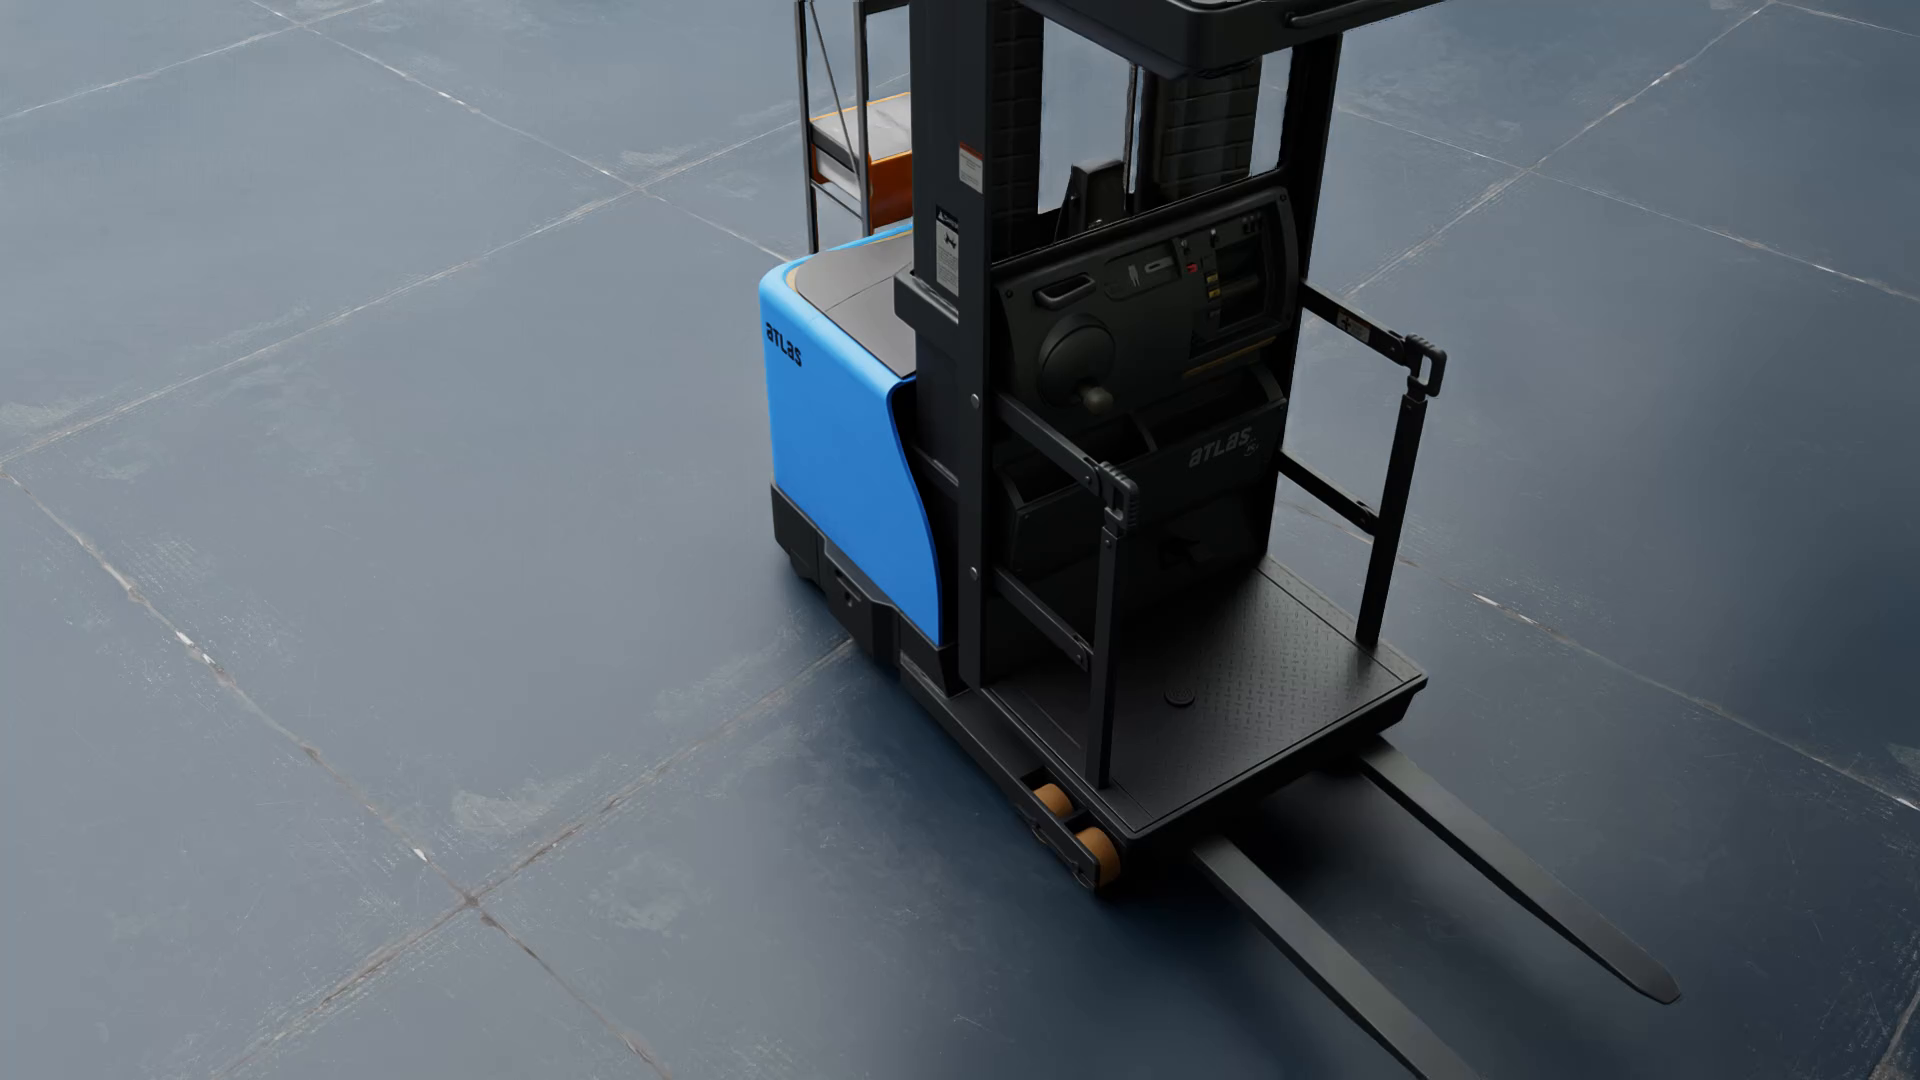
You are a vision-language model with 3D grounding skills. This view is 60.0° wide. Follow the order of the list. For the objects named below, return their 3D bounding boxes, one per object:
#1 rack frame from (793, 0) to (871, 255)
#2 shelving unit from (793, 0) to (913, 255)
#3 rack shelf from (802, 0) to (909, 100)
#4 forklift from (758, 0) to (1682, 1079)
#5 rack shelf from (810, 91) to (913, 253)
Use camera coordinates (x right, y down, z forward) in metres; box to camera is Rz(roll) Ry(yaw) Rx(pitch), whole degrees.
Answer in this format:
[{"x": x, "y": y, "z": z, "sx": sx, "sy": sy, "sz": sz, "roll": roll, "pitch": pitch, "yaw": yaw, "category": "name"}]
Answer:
[{"x": -0.403, "y": -1.107, "z": 5.455, "sx": 0.015, "sy": 2.100, "sz": 0.400, "roll": -23, "pitch": 44, "yaw": -26, "category": "rack frame"}, {"x": -0.202, "y": -1.193, "z": 5.563, "sx": 0.503, "sy": 2.100, "sz": 0.431, "roll": -23, "pitch": 44, "yaw": -26, "category": "shelving unit"}, {"x": -0.202, "y": -1.730, "z": 5.136, "sx": 0.480, "sy": 0.518, "sz": 0.431, "roll": -23, "pitch": 44, "yaw": -26, "category": "rack shelf"}, {"x": 0.616, "y": -0.538, "z": 4.072, "sx": 1.130, "sy": 2.935, "sz": 3.031, "roll": -23, "pitch": 44, "yaw": -26, "category": "forklift"}, {"x": -0.202, "y": -1.182, "z": 5.571, "sx": 0.480, "sy": 0.518, "sz": 0.431, "roll": -23, "pitch": 44, "yaw": -26, "category": "rack shelf"}]
